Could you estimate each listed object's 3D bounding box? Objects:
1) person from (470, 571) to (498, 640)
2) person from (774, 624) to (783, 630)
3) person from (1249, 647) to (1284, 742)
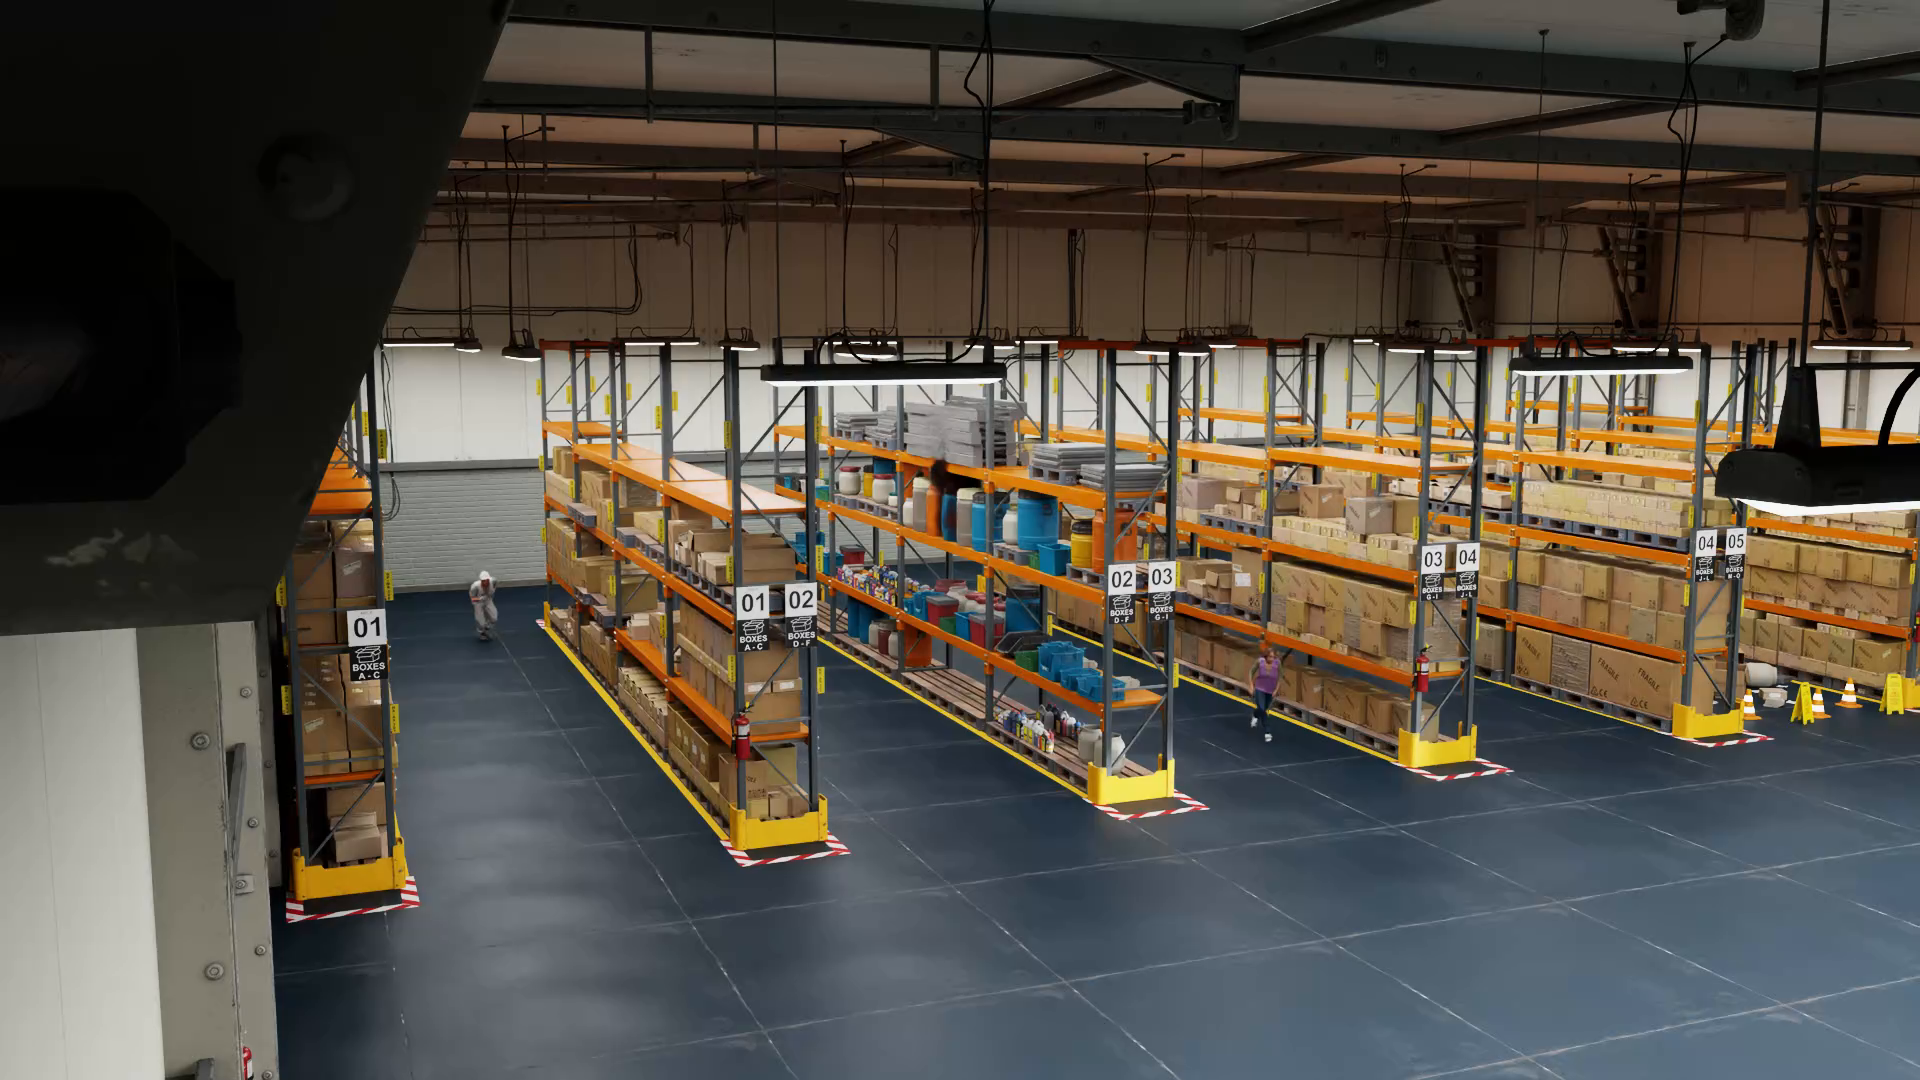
[{"bbox_3d":[-9.407,1.303,32.936,0.699,1.484,0.973,-5,9,-36],"label":"person"},{"bbox_3d":[-3.116,2.000,27.282,0.565,1.602,0.649,-6,10,-40],"label":"person"},{"bbox_3d":[4.637,2.279,25.398,0.498,1.459,0.964,0,7,0],"label":"person"}]
